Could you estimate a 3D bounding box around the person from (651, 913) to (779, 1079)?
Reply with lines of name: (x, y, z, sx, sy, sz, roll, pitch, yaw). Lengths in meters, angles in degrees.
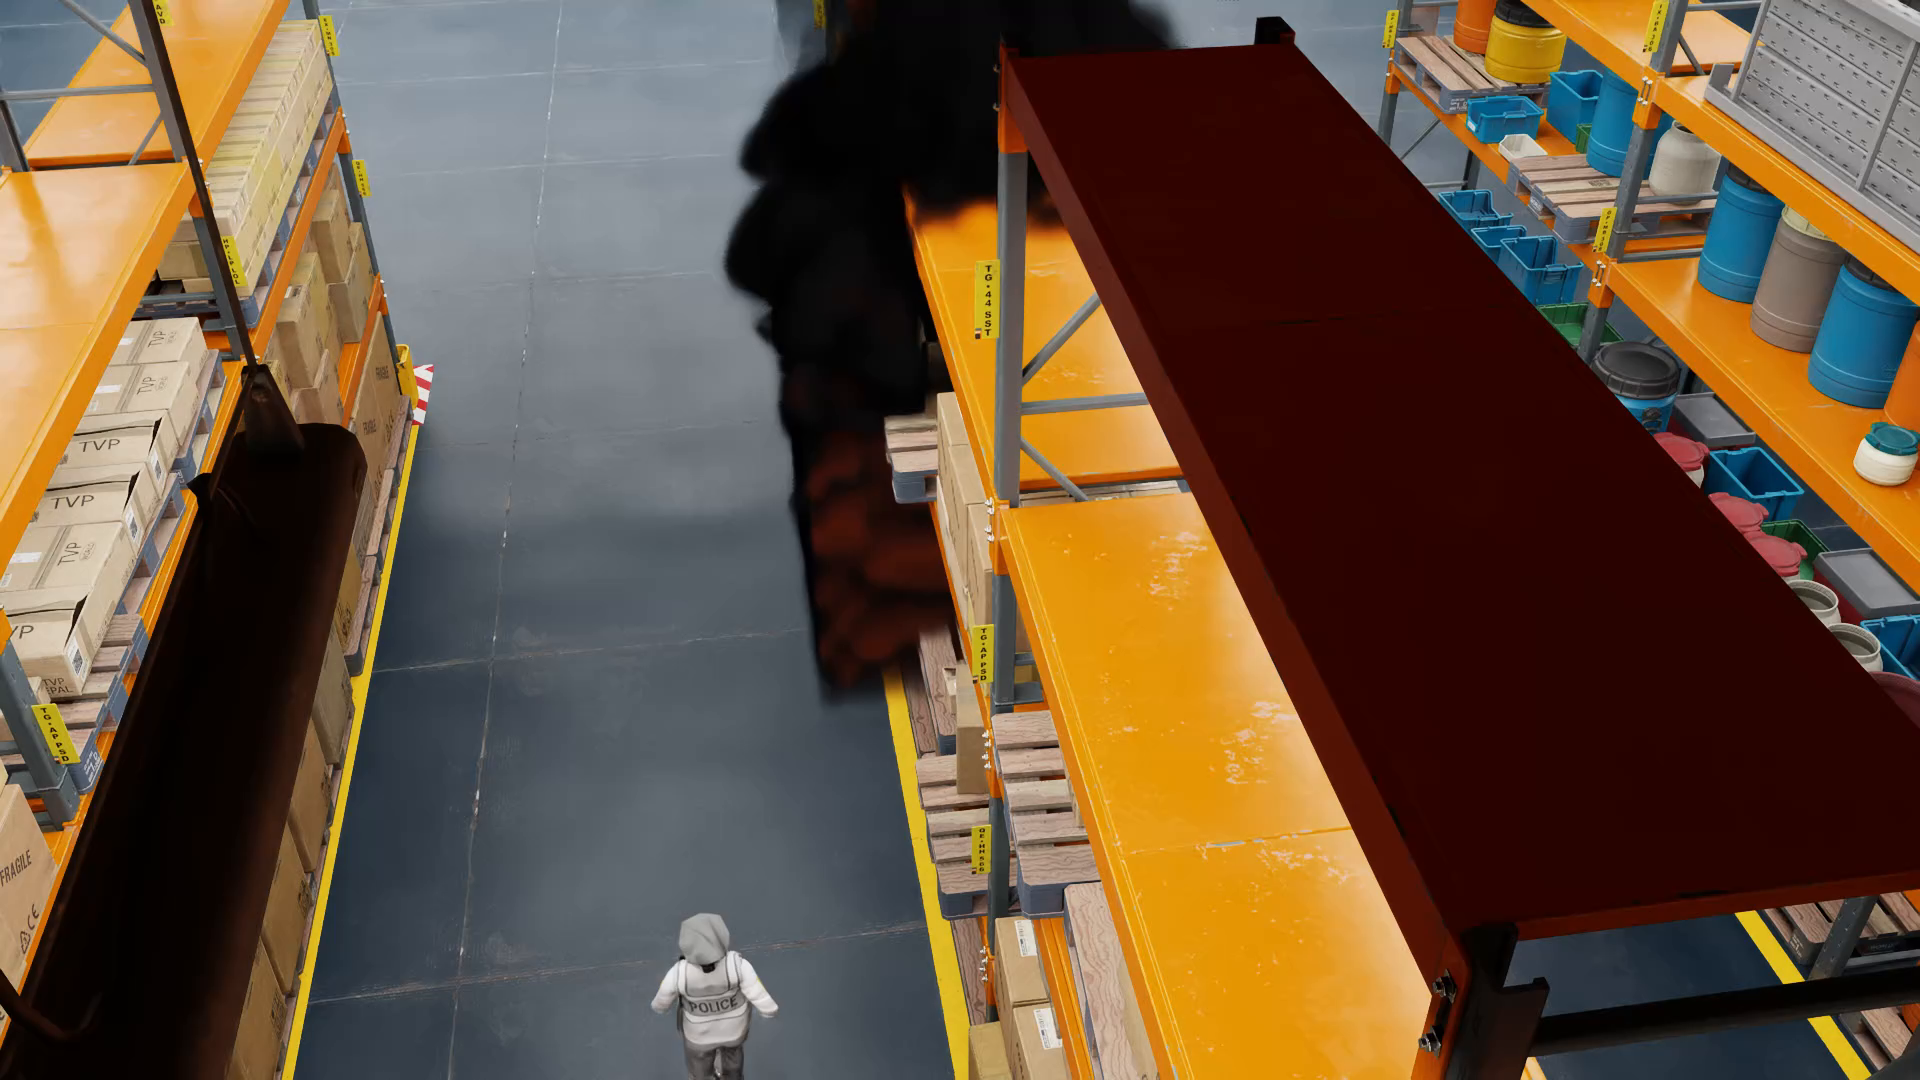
person: (-1.253, 2.519, 8.590, 0.622, 1.670, 0.883, -8, 37, -11)
